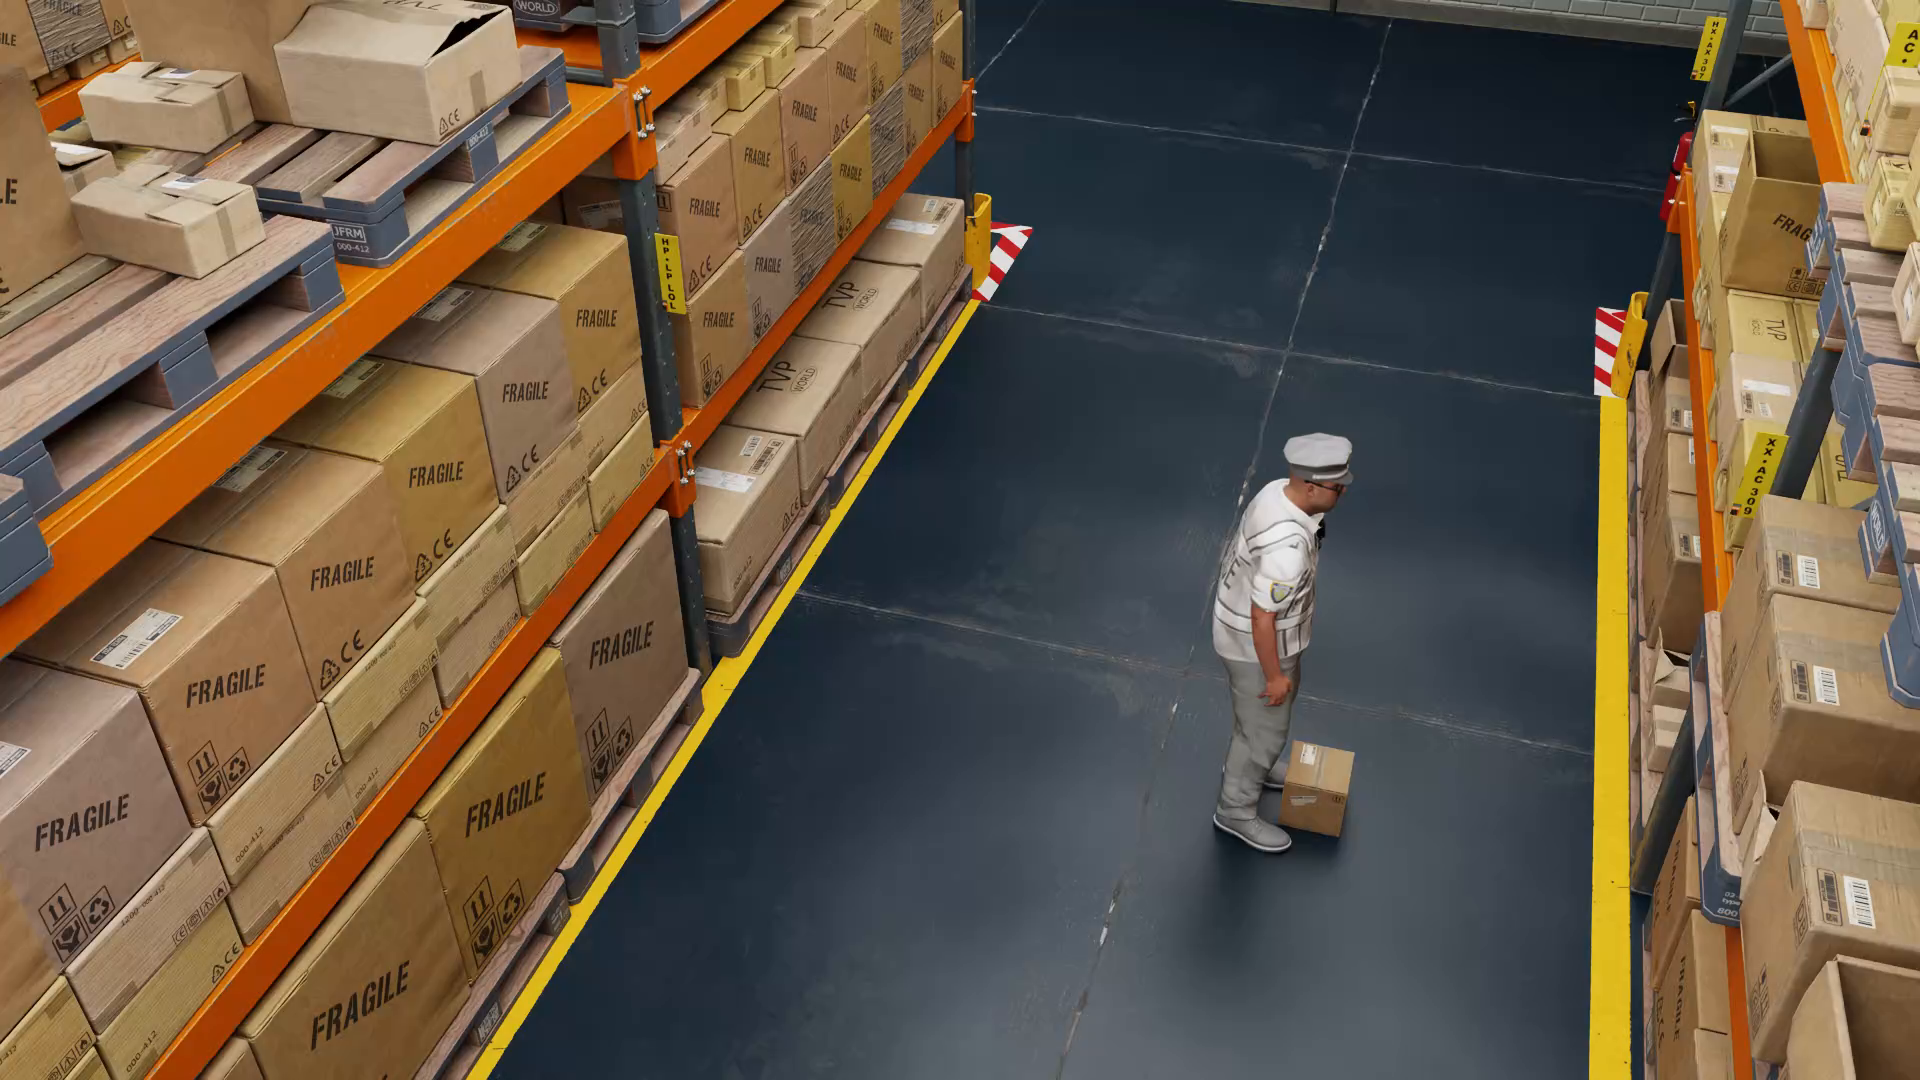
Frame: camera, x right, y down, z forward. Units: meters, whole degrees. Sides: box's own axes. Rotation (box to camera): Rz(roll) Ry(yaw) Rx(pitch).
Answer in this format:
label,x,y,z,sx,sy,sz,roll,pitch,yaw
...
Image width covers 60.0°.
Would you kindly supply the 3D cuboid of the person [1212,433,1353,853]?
label,x,y,z,sx,sy,sz,roll,pitch,yaw
person,1.188,0.365,6.398,0.439,1.747,0.604,8,38,11
